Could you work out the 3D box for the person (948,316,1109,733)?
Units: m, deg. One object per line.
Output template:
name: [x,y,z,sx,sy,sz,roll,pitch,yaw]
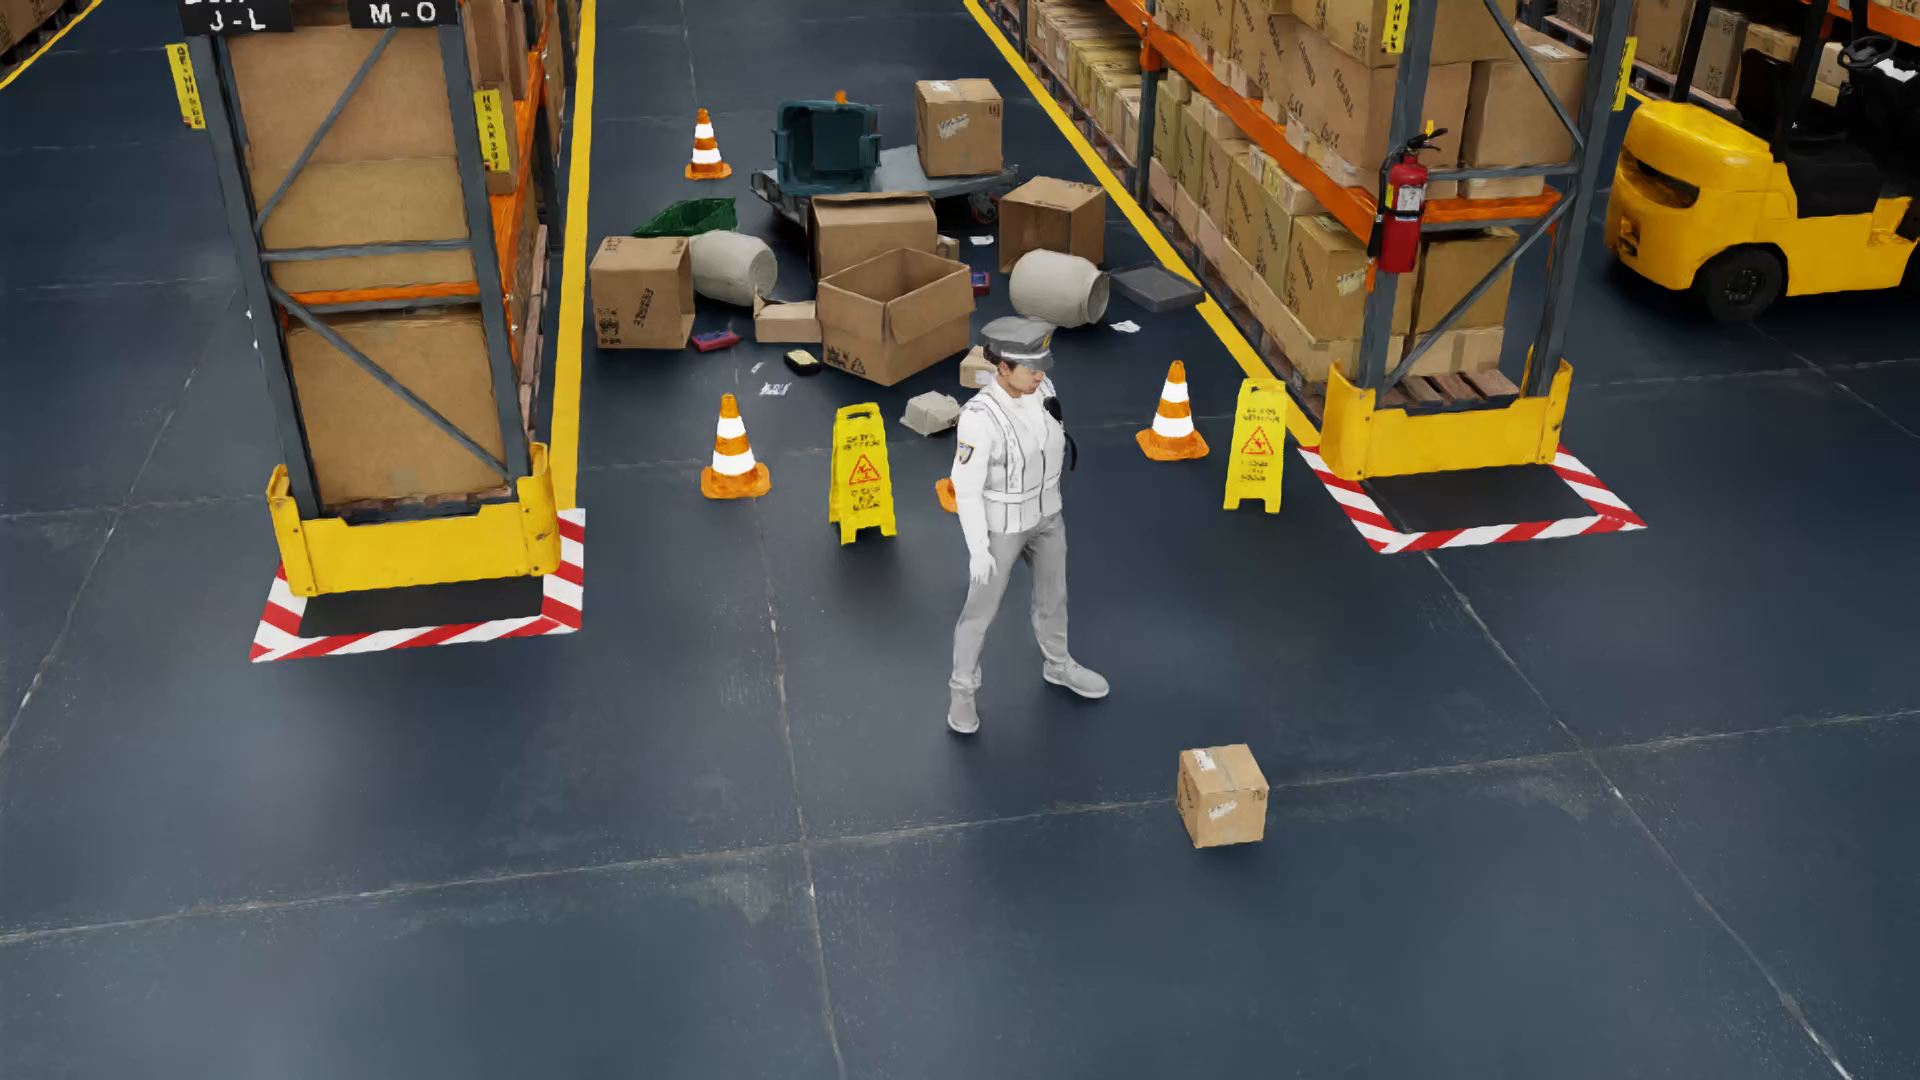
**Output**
person: [0.238,-0.065,6.197,0.461,1.667,0.631,26,40,37]
